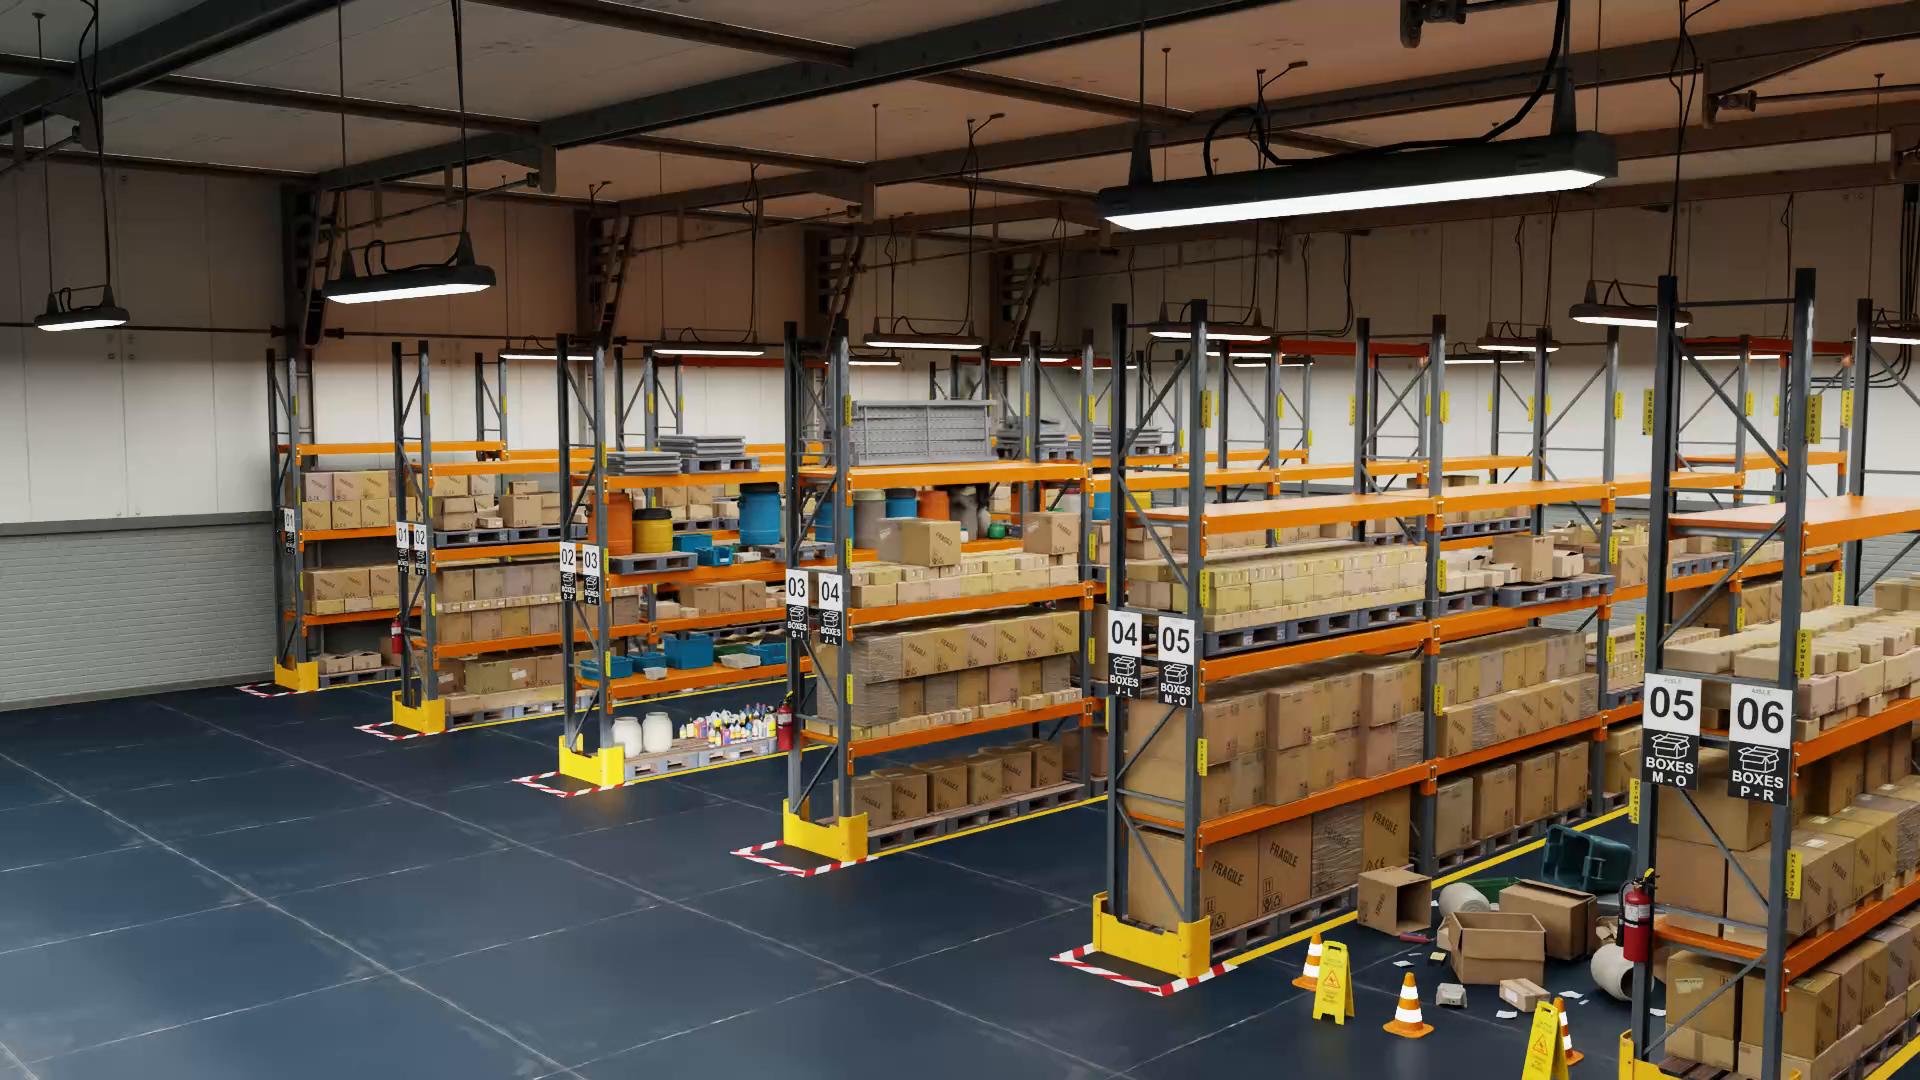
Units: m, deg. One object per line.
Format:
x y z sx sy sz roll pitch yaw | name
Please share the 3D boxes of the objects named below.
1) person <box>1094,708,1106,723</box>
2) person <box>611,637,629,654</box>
2.160 2.182 24.989 0.612 1.658 0.509 5 7 44 | person
-6.663 1.562 31.235 0.705 1.802 1.046 4 6 37 | person
